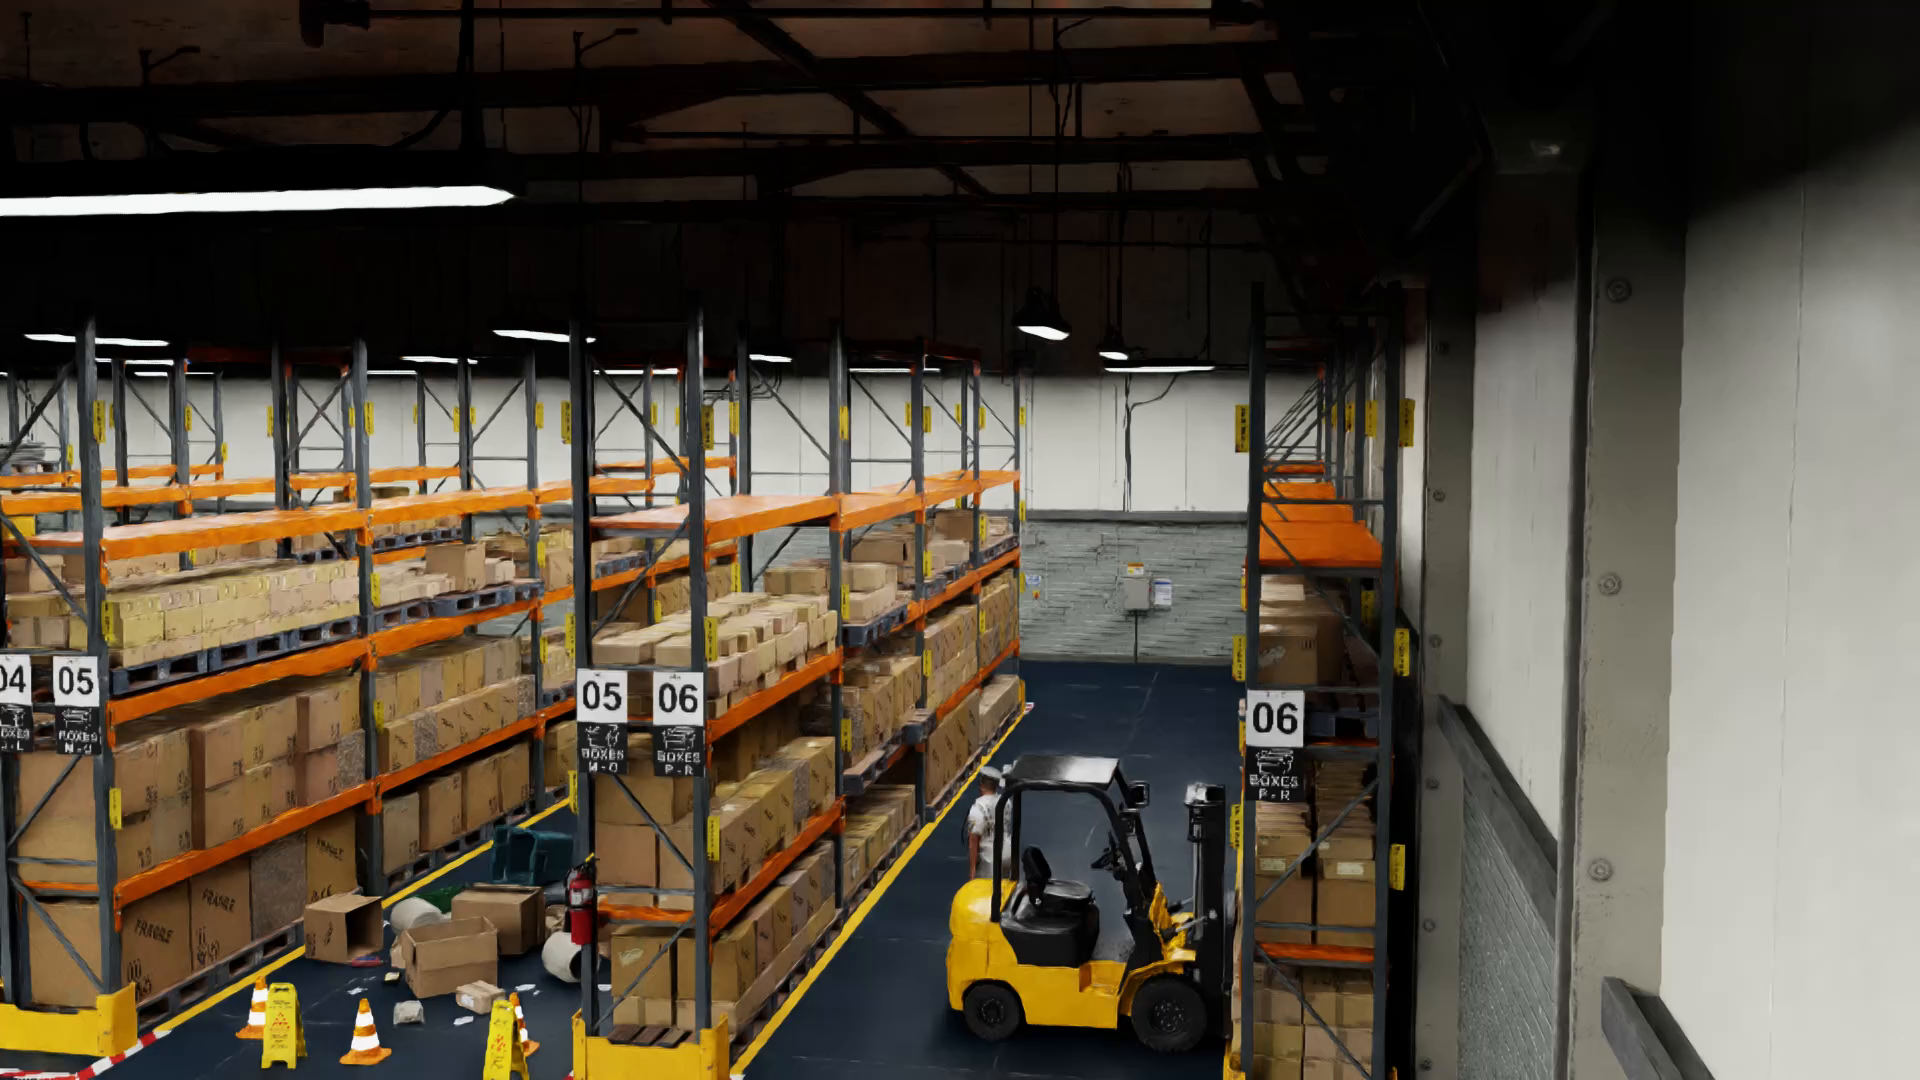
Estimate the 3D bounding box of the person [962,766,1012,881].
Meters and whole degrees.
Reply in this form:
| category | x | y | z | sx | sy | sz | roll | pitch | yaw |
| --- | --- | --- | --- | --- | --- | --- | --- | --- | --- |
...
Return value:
| category | x | y | z | sx | sy | sz | roll | pitch | yaw |
| --- | --- | --- | --- | --- | --- | --- | --- | --- | --- |
| person | 0.234 | 3.018 | 15.689 | 0.501 | 1.758 | 0.588 | 4 | 6 | 40 |
